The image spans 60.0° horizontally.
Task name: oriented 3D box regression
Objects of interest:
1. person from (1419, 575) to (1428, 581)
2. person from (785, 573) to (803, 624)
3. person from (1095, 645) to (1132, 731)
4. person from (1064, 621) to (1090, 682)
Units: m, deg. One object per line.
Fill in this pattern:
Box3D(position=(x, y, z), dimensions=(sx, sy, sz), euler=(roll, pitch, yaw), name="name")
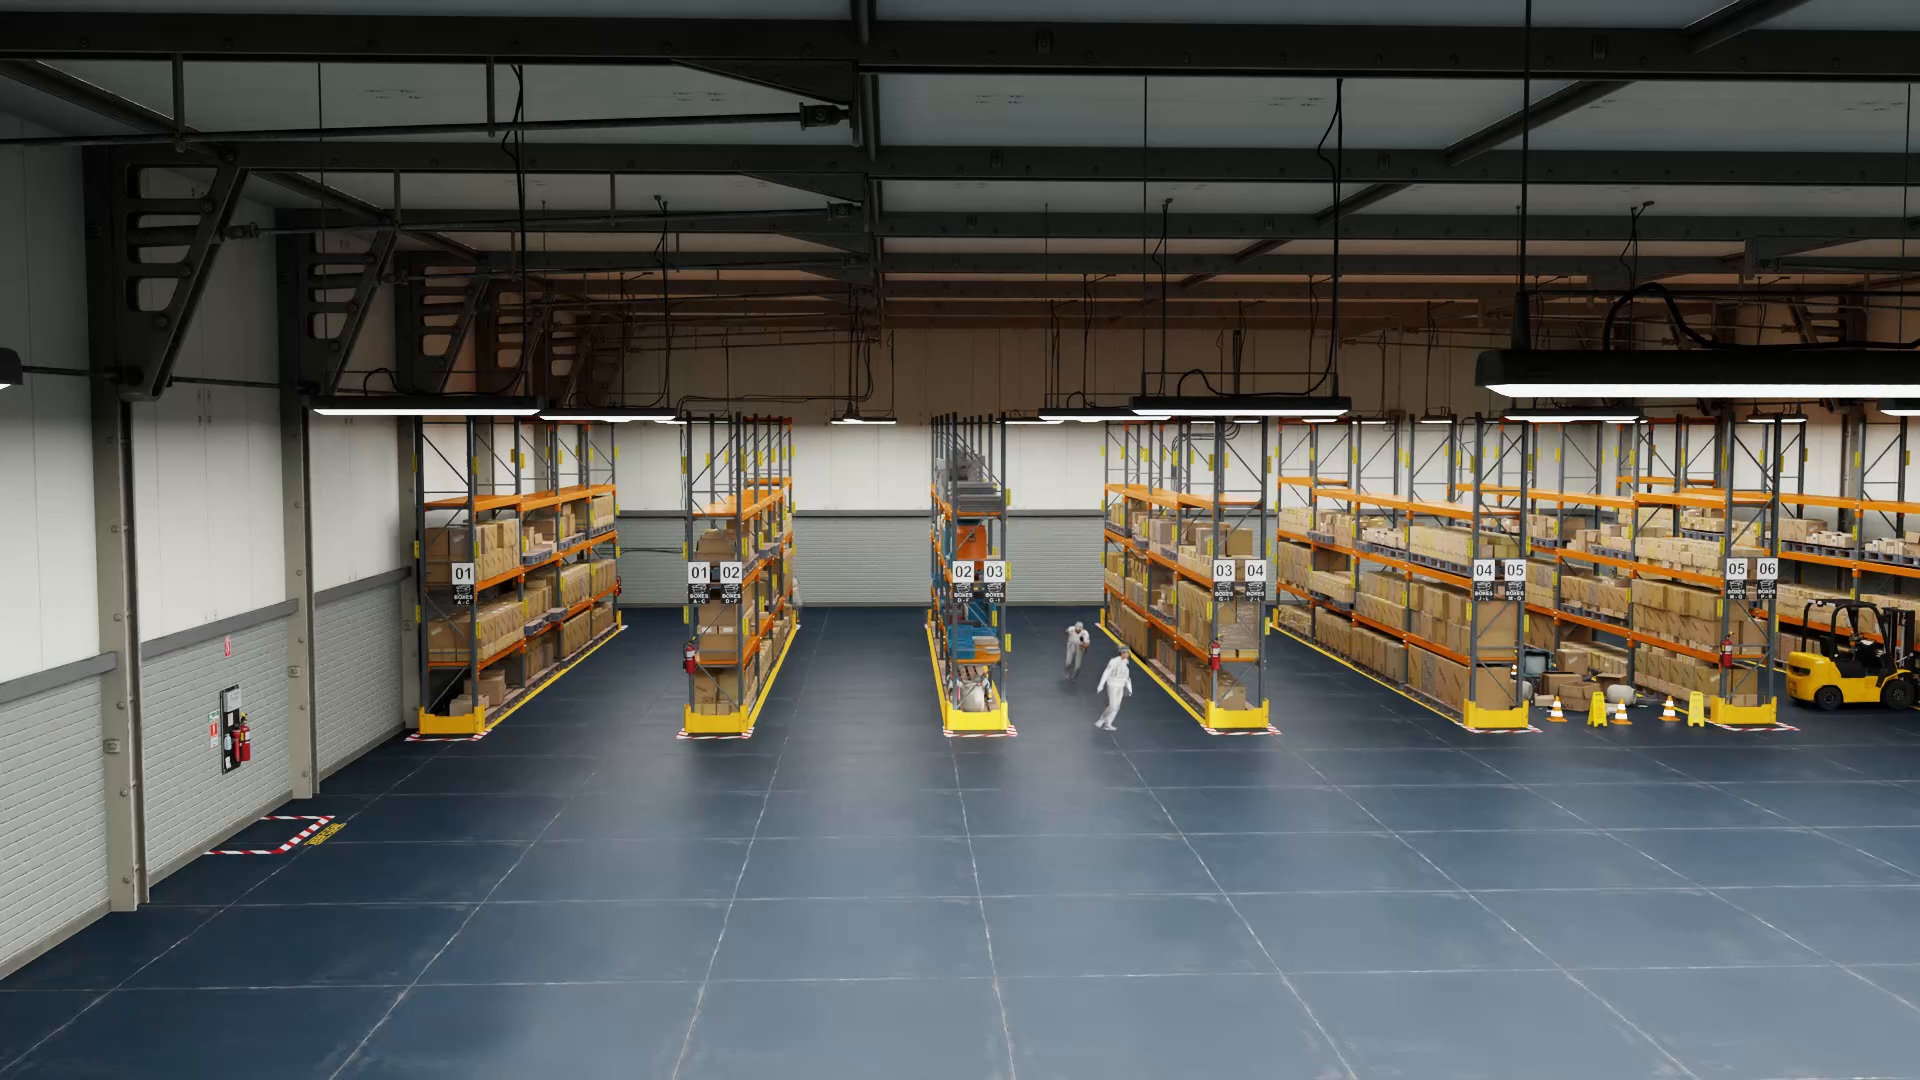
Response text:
Box3D(position=(12.297, 1.807, 44.223), dimensions=(0.675, 1.762, 0.969), euler=(-1, 4, -19), name="person")
Box3D(position=(-4.946, 1.585, 48.342), dimensions=(0.657, 1.824, 0.662), euler=(3, 5, 38), name="person")
Box3D(position=(2.917, 2.786, 31.335), dimensions=(0.632, 1.629, 0.545), euler=(-3, 5, -41), name="person")
Box3D(position=(2.589, 2.486, 36.963), dimensions=(0.611, 1.417, 0.920), euler=(0, 4, 7), name="person")
